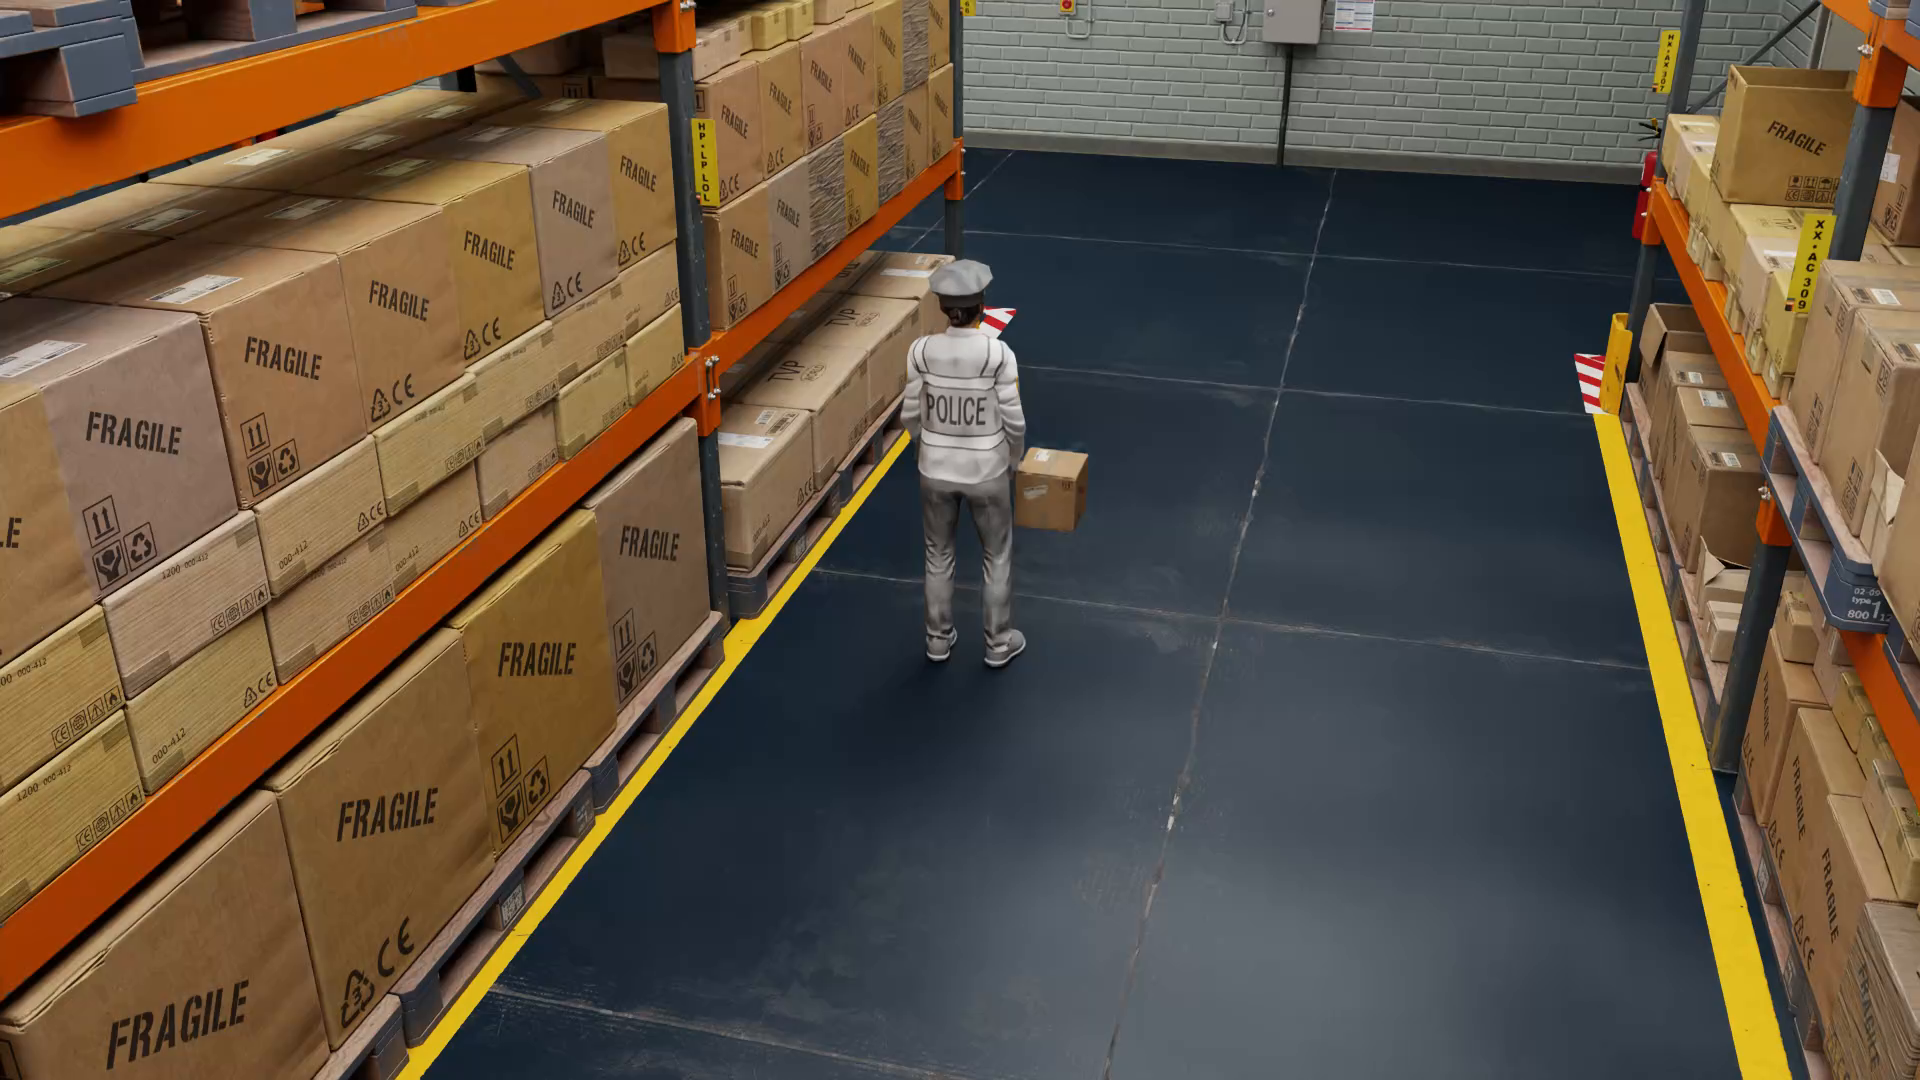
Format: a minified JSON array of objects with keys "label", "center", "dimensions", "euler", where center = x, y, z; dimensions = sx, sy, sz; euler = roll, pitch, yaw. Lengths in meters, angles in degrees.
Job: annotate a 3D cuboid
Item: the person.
[{"label":"person","center":[0.023,-0.289,6.693],"dimensions":[0.502,1.680,0.355],"euler":[6,26,12]}]
